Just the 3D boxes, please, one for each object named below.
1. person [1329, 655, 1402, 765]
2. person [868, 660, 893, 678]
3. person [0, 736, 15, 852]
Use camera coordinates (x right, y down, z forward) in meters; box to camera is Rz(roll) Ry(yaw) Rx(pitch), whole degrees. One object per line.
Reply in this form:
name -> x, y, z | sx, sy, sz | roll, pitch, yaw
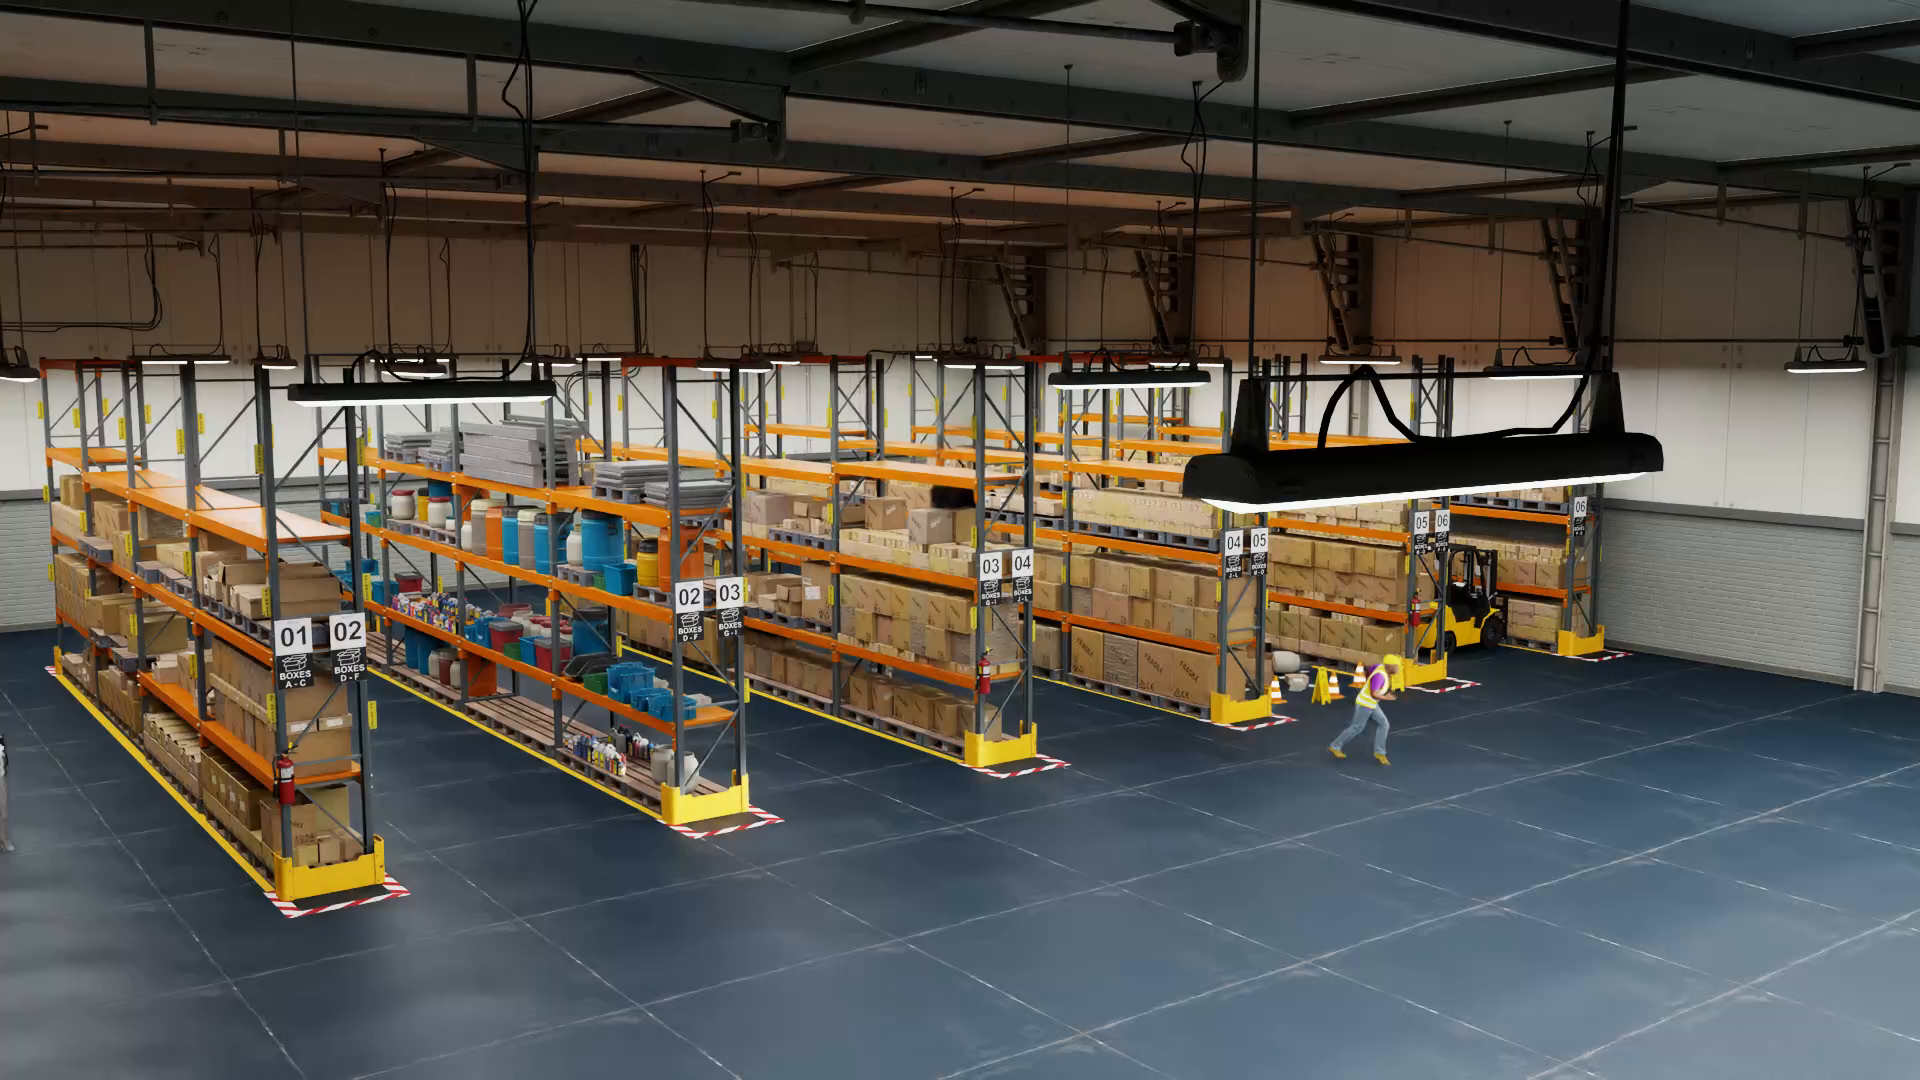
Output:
person -> 6.084, 2.541, 24.955 | 1.040, 1.717, 0.747 | 2, 7, 19
person -> -1.480, 1.769, 31.320 | 0.768, 1.736, 0.580 | 6, 9, 43
person -> -12.148, 3.014, 20.739 | 0.788, 1.747, 0.556 | 5, 8, 36
